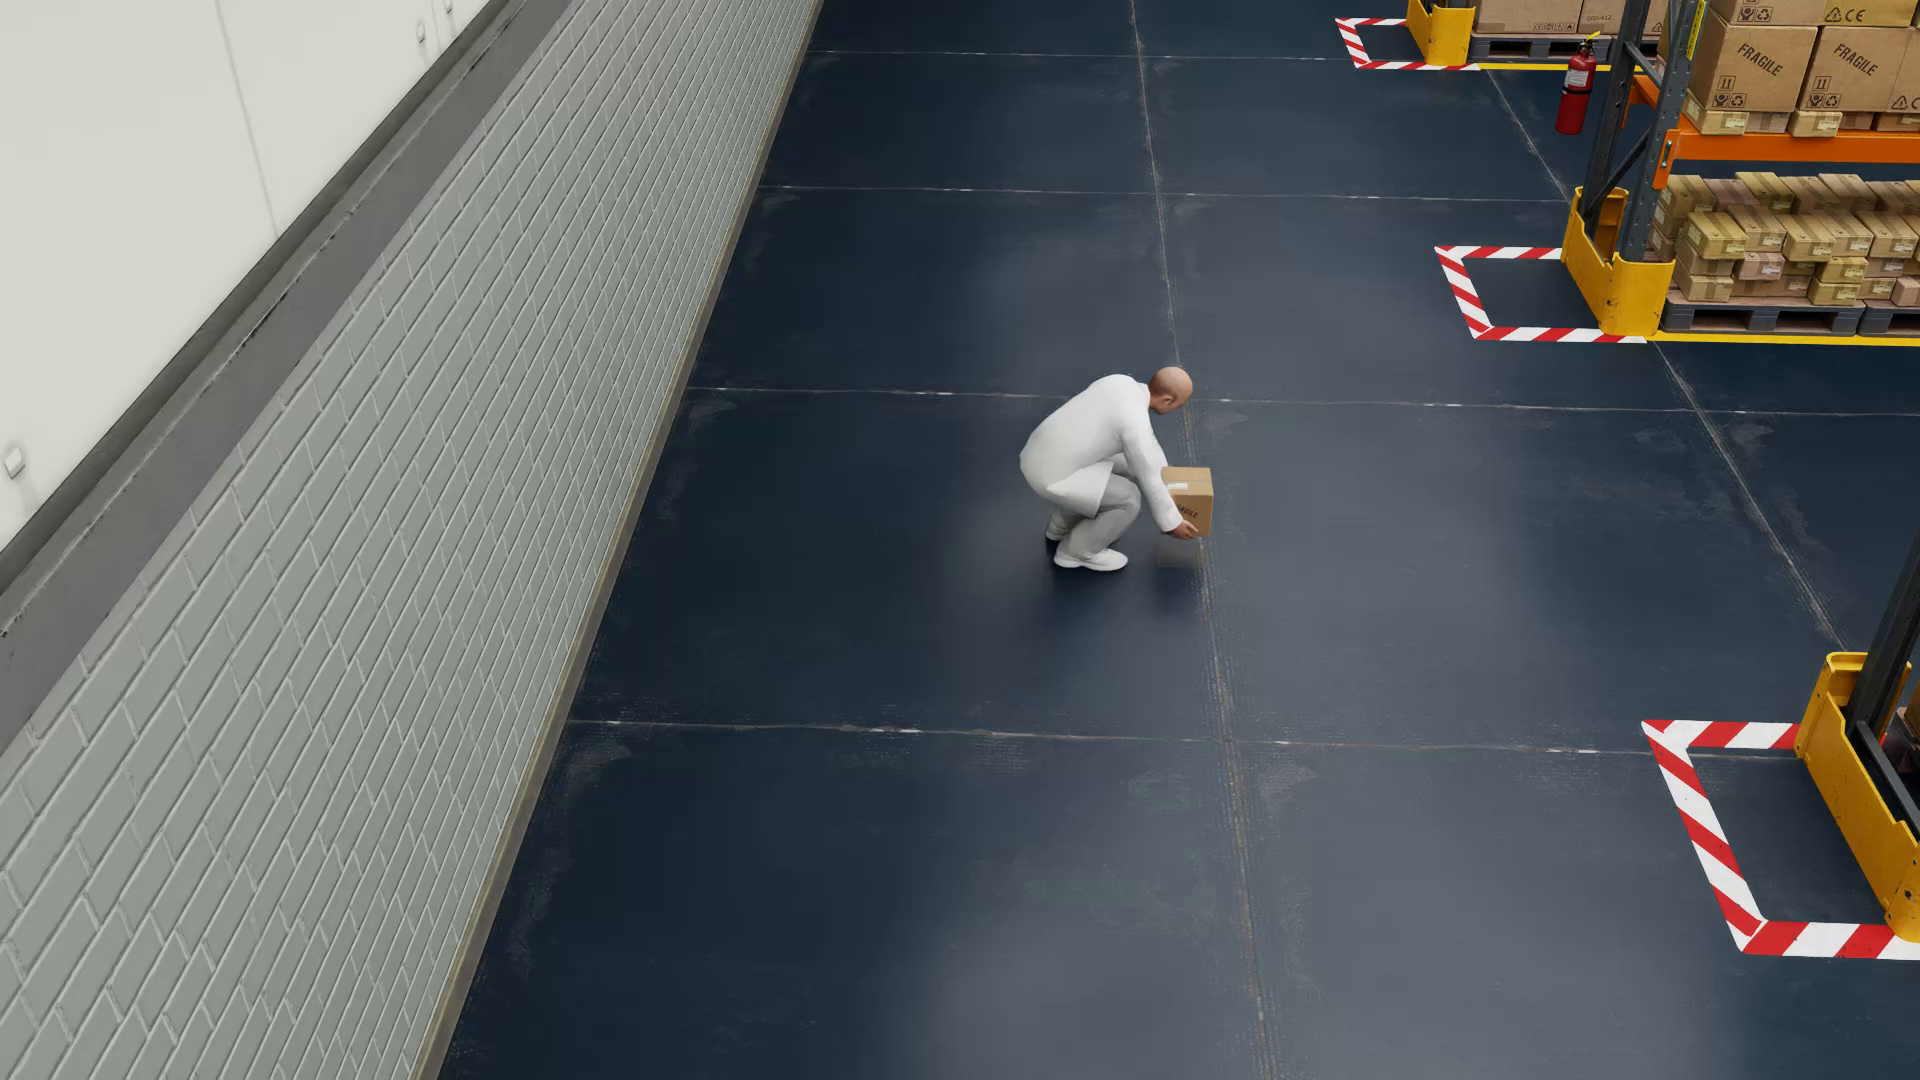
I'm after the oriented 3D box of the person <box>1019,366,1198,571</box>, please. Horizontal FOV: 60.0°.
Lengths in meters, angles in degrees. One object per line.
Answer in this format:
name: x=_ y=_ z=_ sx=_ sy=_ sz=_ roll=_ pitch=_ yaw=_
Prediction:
person: x=0.746 y=-0.383 z=8.310 sx=0.899 sy=1.046 sz=0.608 roll=1 pitch=35 yaw=2
